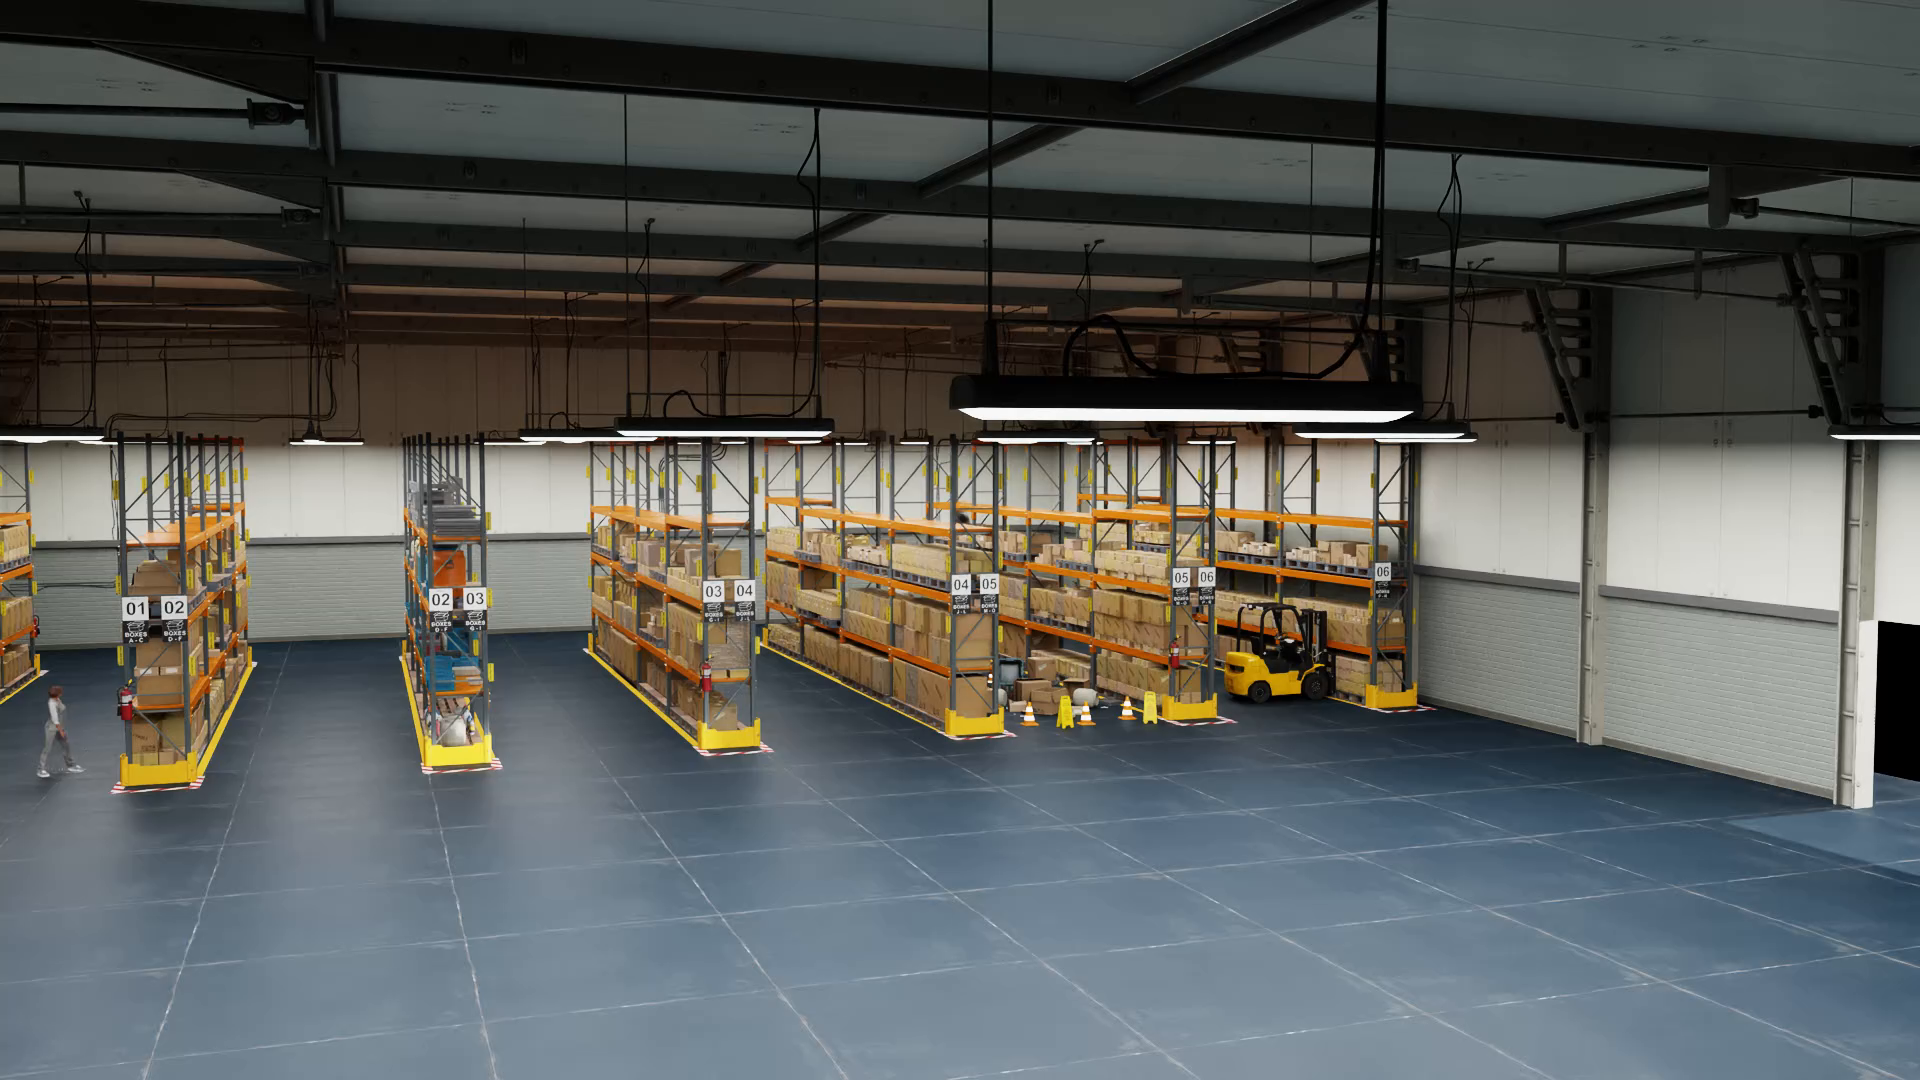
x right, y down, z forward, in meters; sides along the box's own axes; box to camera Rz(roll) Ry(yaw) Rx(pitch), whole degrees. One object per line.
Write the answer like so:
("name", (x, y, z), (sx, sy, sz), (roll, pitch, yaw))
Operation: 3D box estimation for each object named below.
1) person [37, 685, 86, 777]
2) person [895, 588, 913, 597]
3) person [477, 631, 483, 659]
("person", (-15.749, 3.310, 29.062), (0.646, 1.575, 0.575), (0, 3, -5))
("person", (-1.587, 1.932, 47.496), (0.662, 1.841, 0.408), (1, 3, 13))
("person", (-12.999, 2.379, 44.896), (0.585, 1.755, 0.450), (2, 4, 34))
